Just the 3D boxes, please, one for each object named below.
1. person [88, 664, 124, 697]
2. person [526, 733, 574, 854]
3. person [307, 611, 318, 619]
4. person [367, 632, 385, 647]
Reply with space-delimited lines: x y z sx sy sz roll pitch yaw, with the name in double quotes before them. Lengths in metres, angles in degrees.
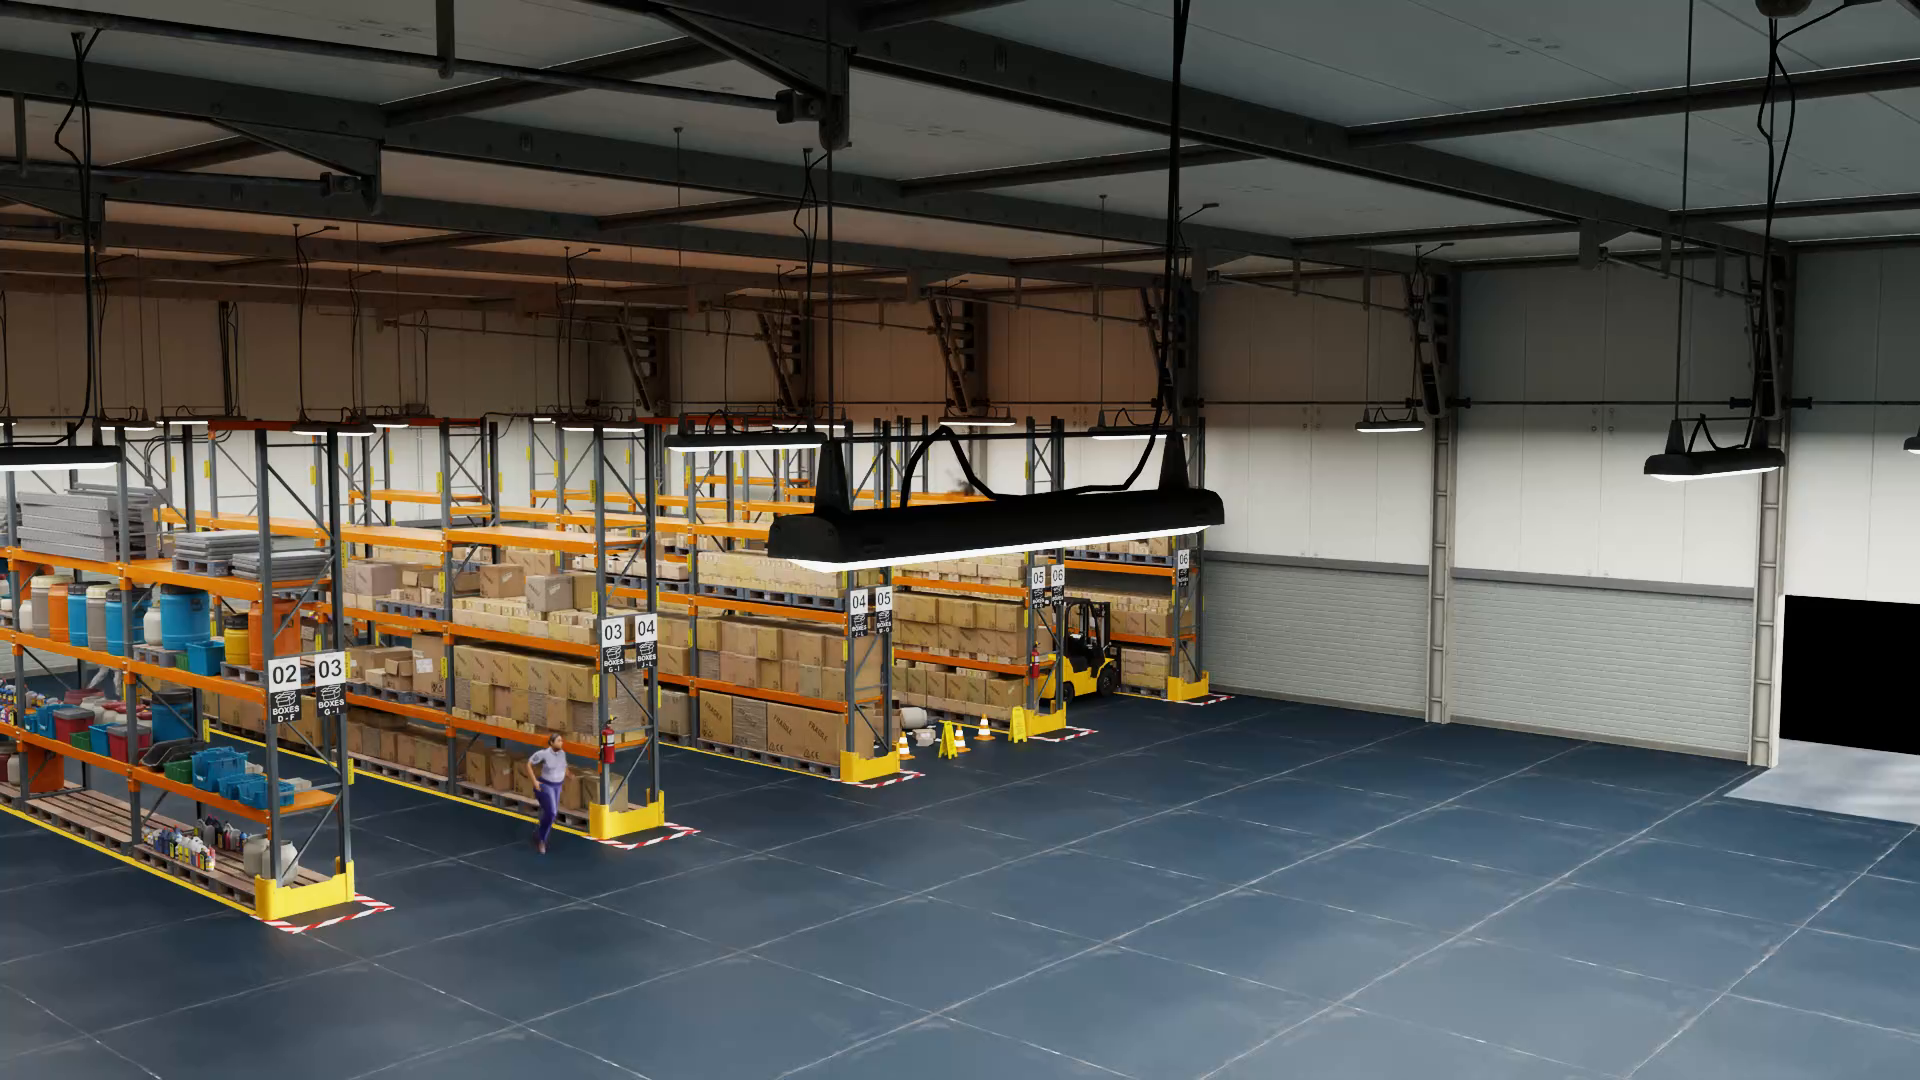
"person" -18.170 2.498 35.402 0.832 1.842 0.663 -3 6 -35
"person" -5.809 3.578 23.600 0.692 1.686 0.653 3 5 29
"person" -15.035 2.272 38.640 0.753 1.701 0.658 2 5 26
"person" -14.118 2.177 40.151 0.537 1.735 0.754 3 6 31
